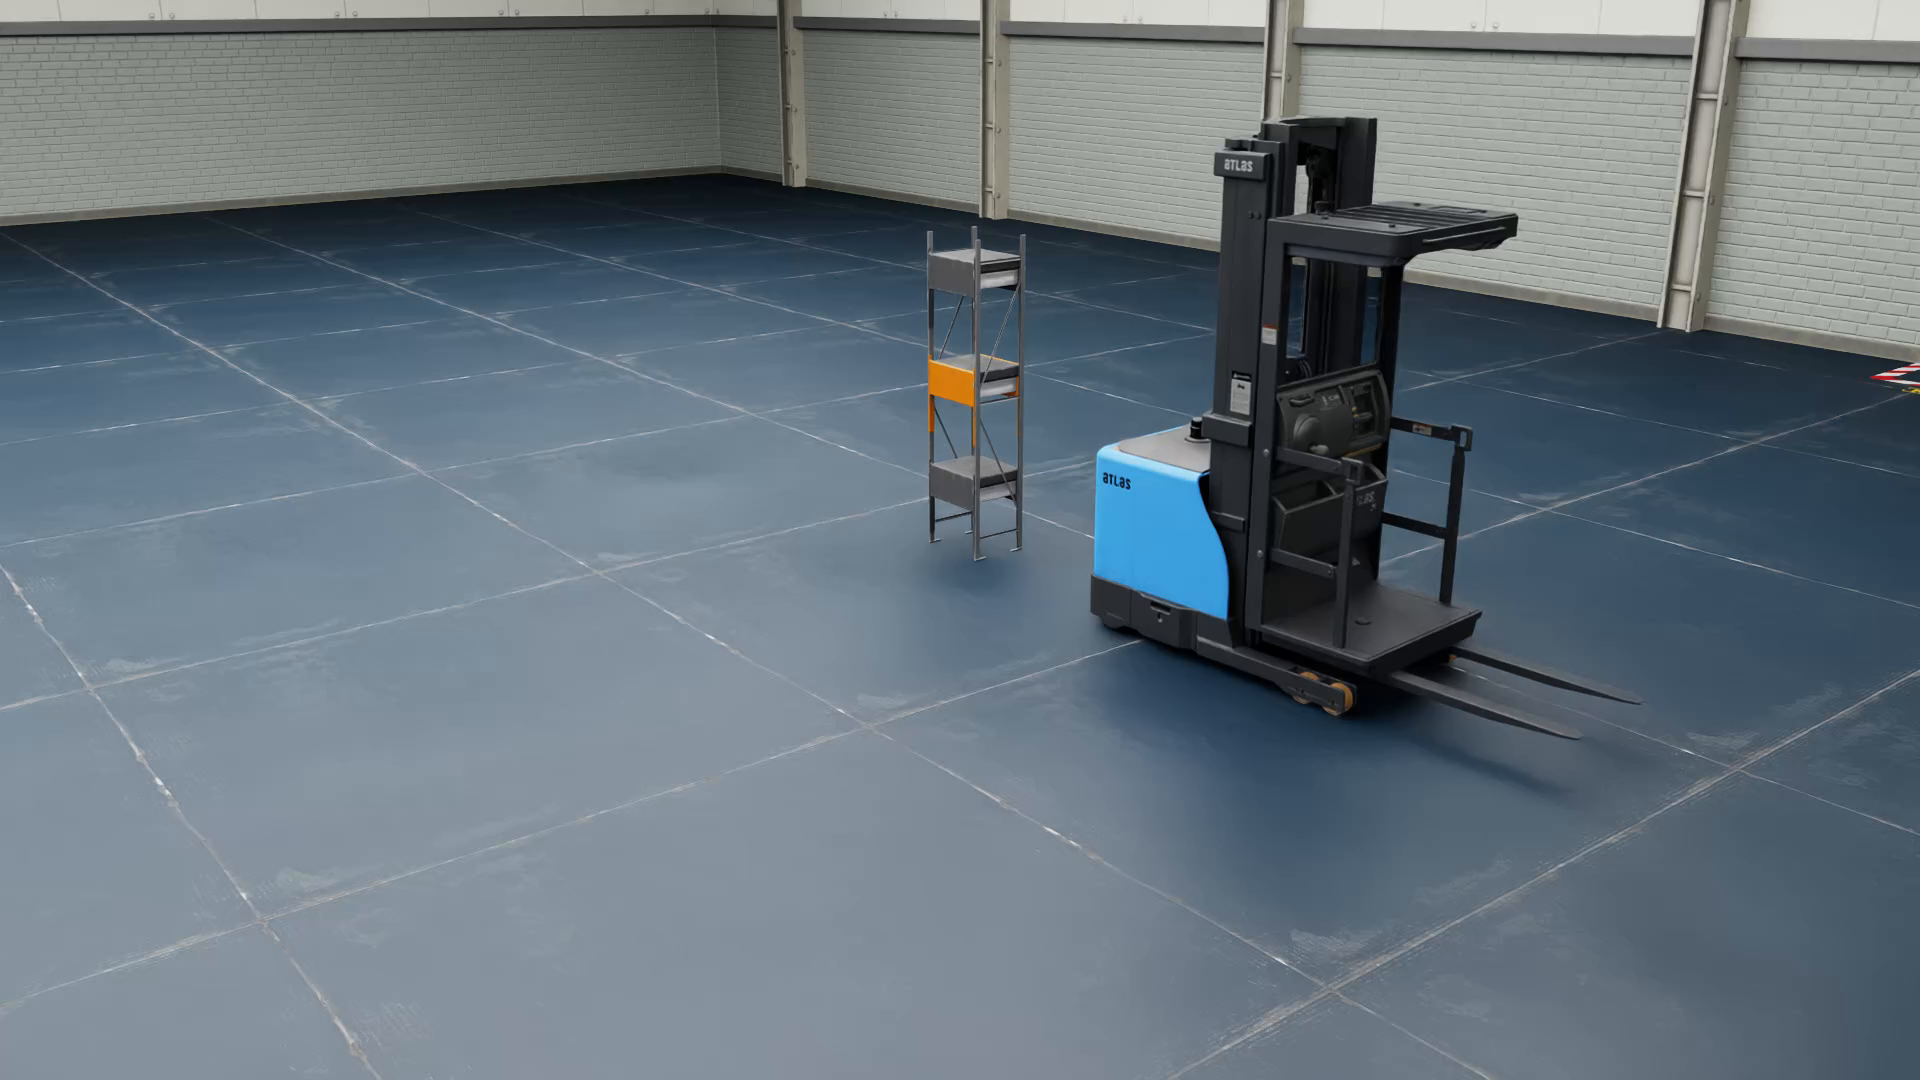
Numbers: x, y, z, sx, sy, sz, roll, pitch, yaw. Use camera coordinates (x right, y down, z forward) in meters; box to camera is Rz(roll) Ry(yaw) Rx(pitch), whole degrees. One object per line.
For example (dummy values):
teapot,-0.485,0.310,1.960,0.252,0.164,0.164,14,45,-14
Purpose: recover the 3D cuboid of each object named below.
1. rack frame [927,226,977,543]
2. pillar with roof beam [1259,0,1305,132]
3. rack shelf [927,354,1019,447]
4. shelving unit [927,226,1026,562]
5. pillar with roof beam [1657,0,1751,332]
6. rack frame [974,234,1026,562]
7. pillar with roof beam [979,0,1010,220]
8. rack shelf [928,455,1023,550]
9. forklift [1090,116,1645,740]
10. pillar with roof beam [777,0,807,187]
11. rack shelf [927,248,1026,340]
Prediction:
rack frame,-0.049,-1.016,11.091,0.400,2.100,0.015,-14,23,-36
pillar with roof beam,0.909,-7.270,19.001,9.100,9.000,0.400,-14,23,-36
rack shelf,0.103,-0.943,10.914,0.431,0.518,0.480,-14,23,-36
shelving unit,0.103,-0.956,10.909,0.431,2.100,0.503,-14,23,-36
pillar with roof beam,4.634,-5.791,14.536,9.100,9.000,0.400,-14,23,-36
rack frame,0.254,-0.896,10.728,0.400,2.100,0.015,-14,23,-36
pillar with roof beam,-2.817,-8.748,23.466,9.100,9.000,0.400,-14,23,-36
rack shelf,0.103,-0.279,11.134,0.431,0.518,0.480,-14,23,-36
forklift,2.134,-0.664,8.706,1.130,2.935,3.031,-16,24,-40
pillar with roof beam,-6.542,-10.227,27.931,9.100,9.000,0.400,-14,23,-36
rack shelf,0.103,-1.608,10.693,0.431,0.518,0.480,-14,23,-36
